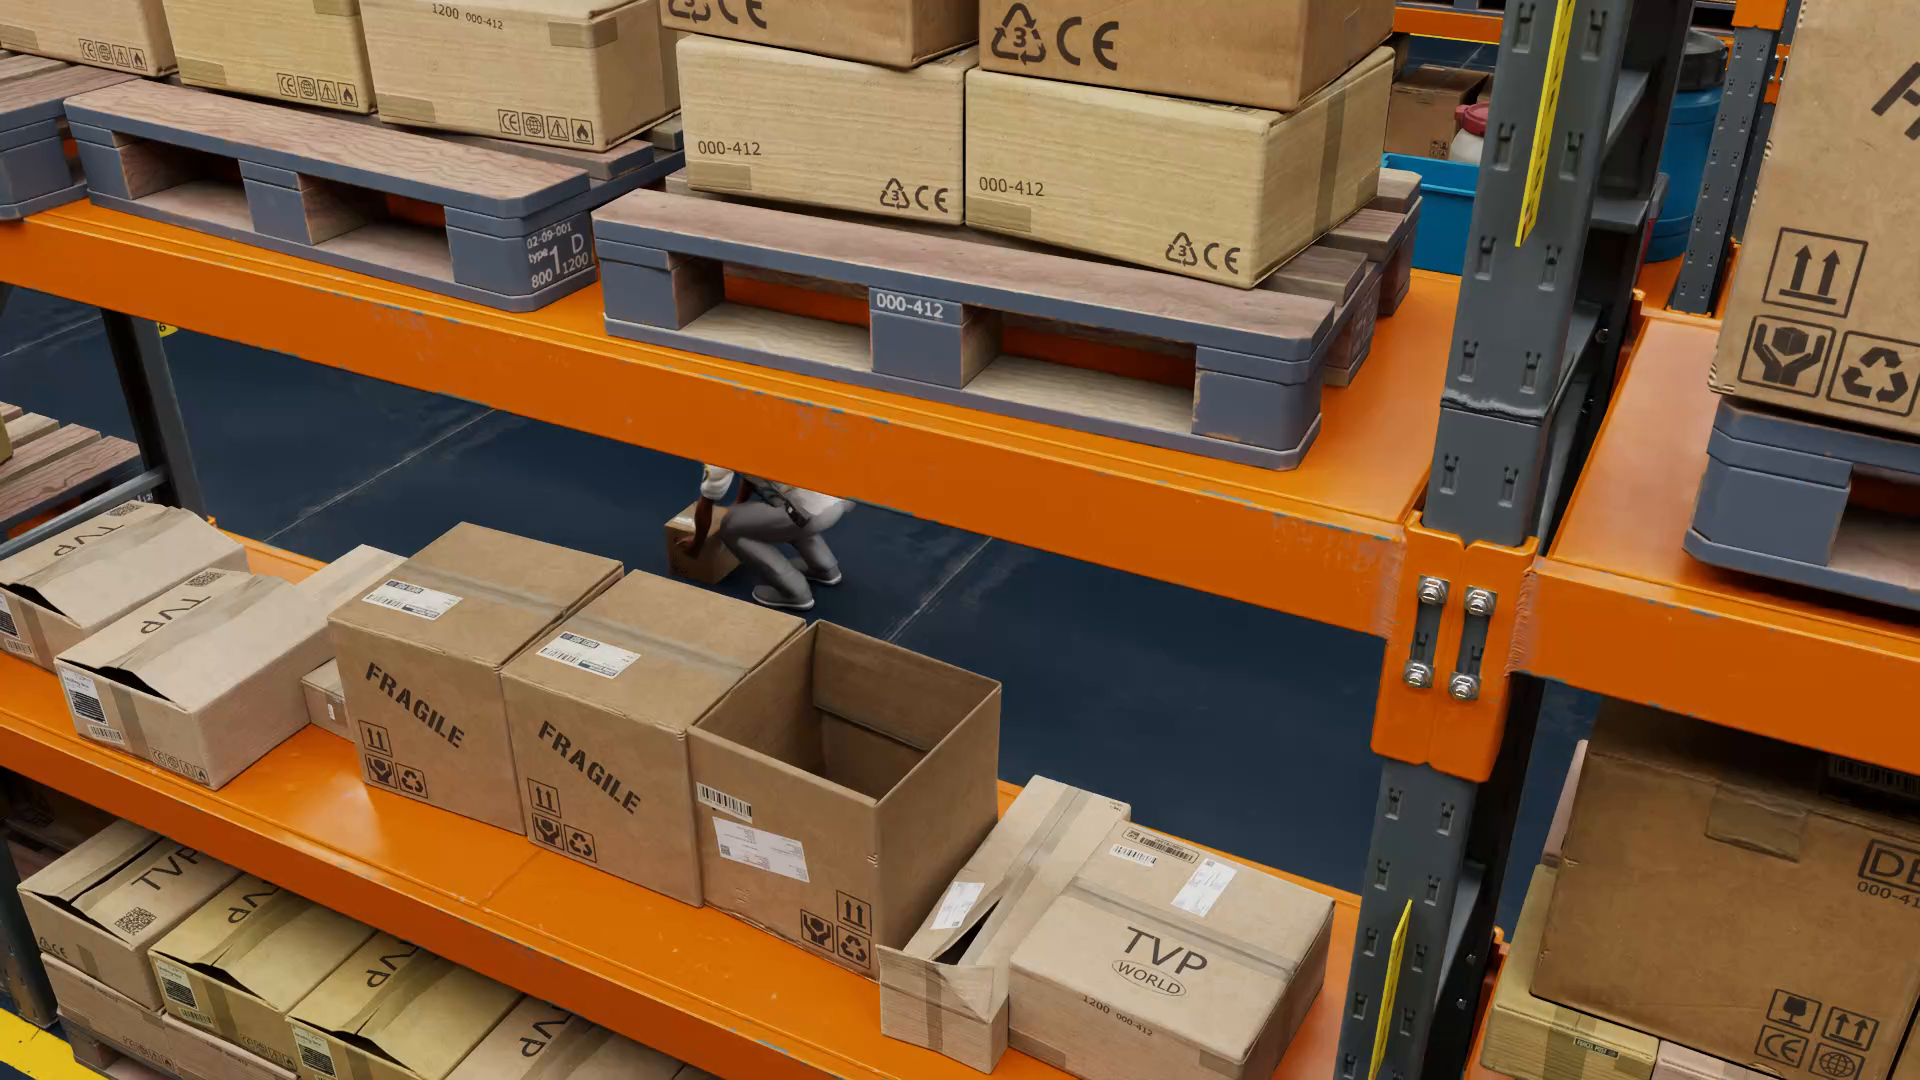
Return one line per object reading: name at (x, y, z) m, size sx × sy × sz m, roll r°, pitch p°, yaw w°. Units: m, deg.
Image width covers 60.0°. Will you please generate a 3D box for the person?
person at (-0.845, -0.210, 7.189) m, size 0.858 × 0.968 × 0.486 m, roll 14°, pitch 33°, yaw 23°
